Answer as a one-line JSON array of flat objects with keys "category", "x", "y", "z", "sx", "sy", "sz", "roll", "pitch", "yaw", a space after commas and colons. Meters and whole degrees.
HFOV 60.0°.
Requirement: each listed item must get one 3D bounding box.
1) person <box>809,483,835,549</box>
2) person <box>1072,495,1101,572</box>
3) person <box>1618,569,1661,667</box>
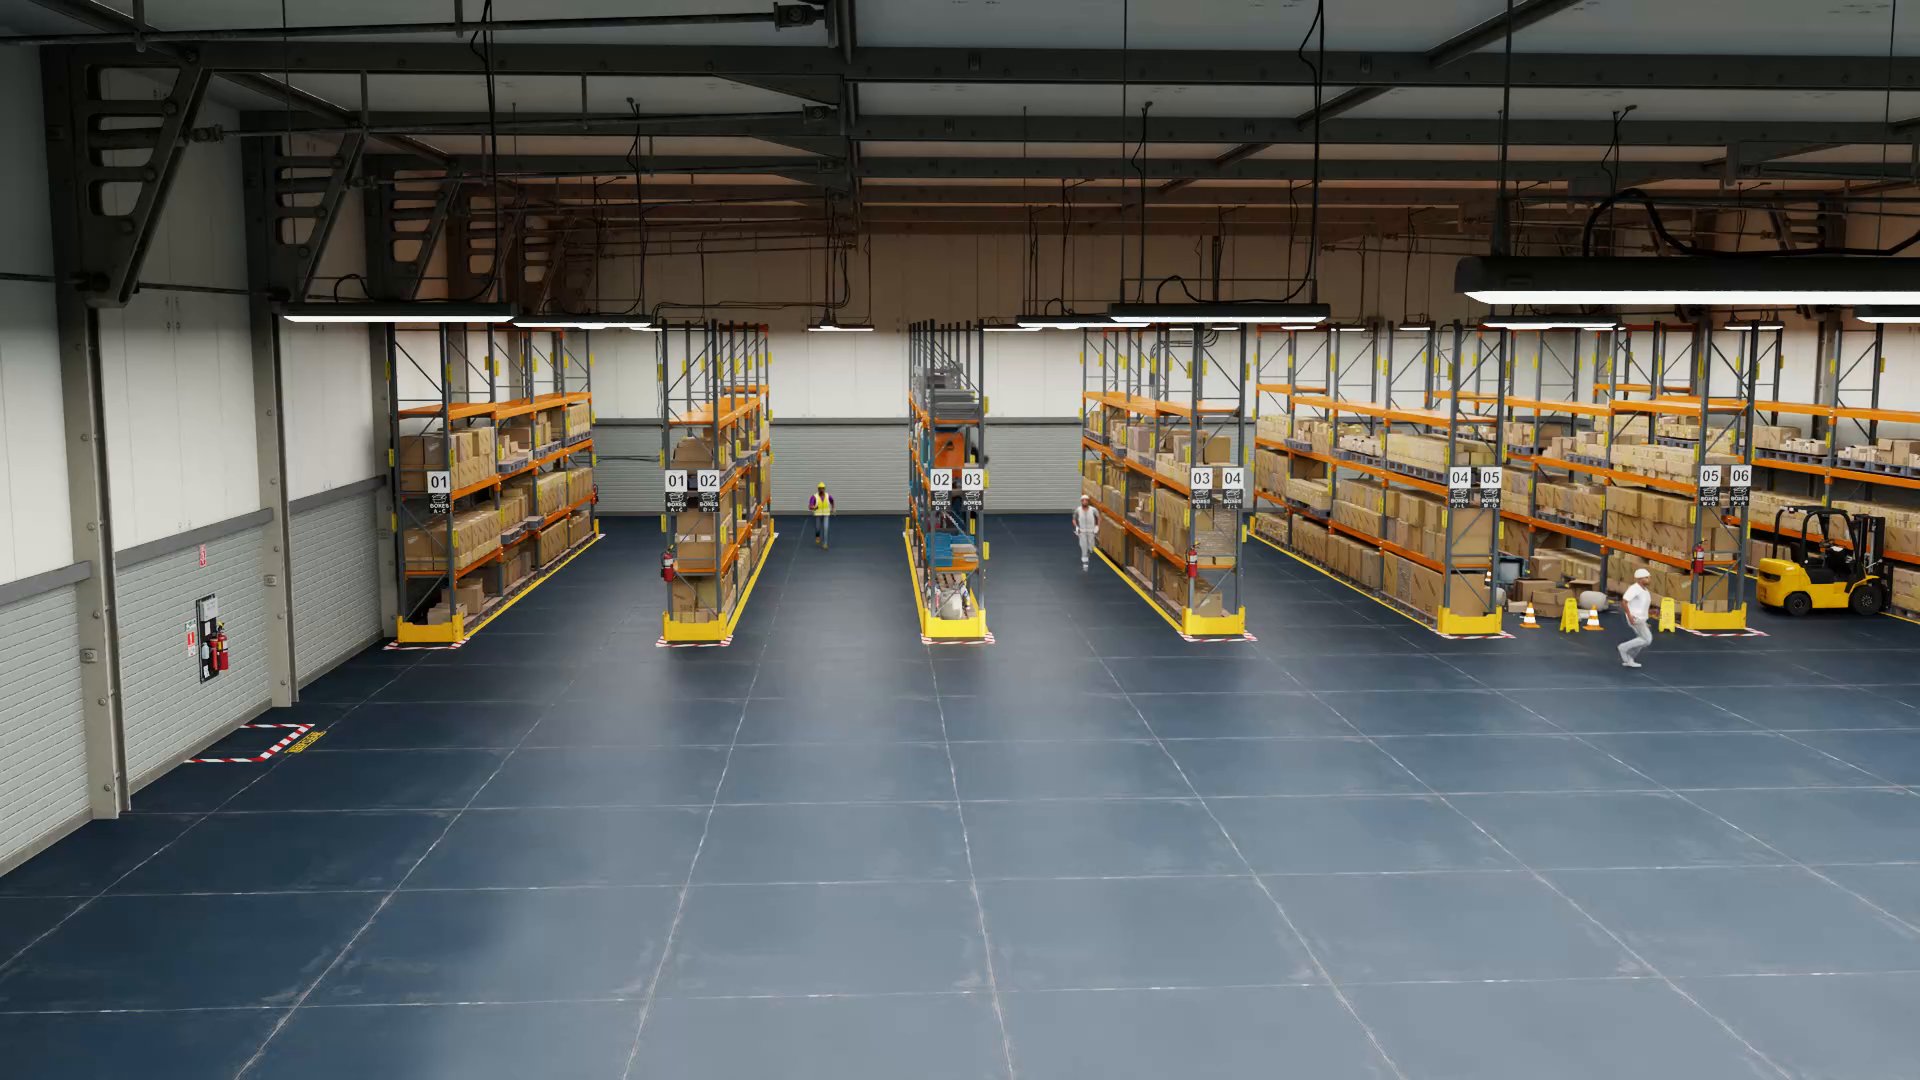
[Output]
[{"category": "person", "x": -3.699, "y": -0.680, "z": 44.633, "sx": 0.717, "sy": 1.681, "sz": 0.872, "roll": -1, "pitch": 7, "yaw": -11}, {"category": "person", "x": 2.908, "y": -0.168, "z": 38.306, "sx": 0.659, "sy": 1.767, "sz": 0.675, "roll": 0, "pitch": 7, "yaw": 3}, {"category": "person", "x": 11.689, "y": 1.347, "z": 28.591, "sx": 0.621, "sy": 1.710, "sz": 0.690, "roll": 6, "pitch": 9, "yaw": 39}]
